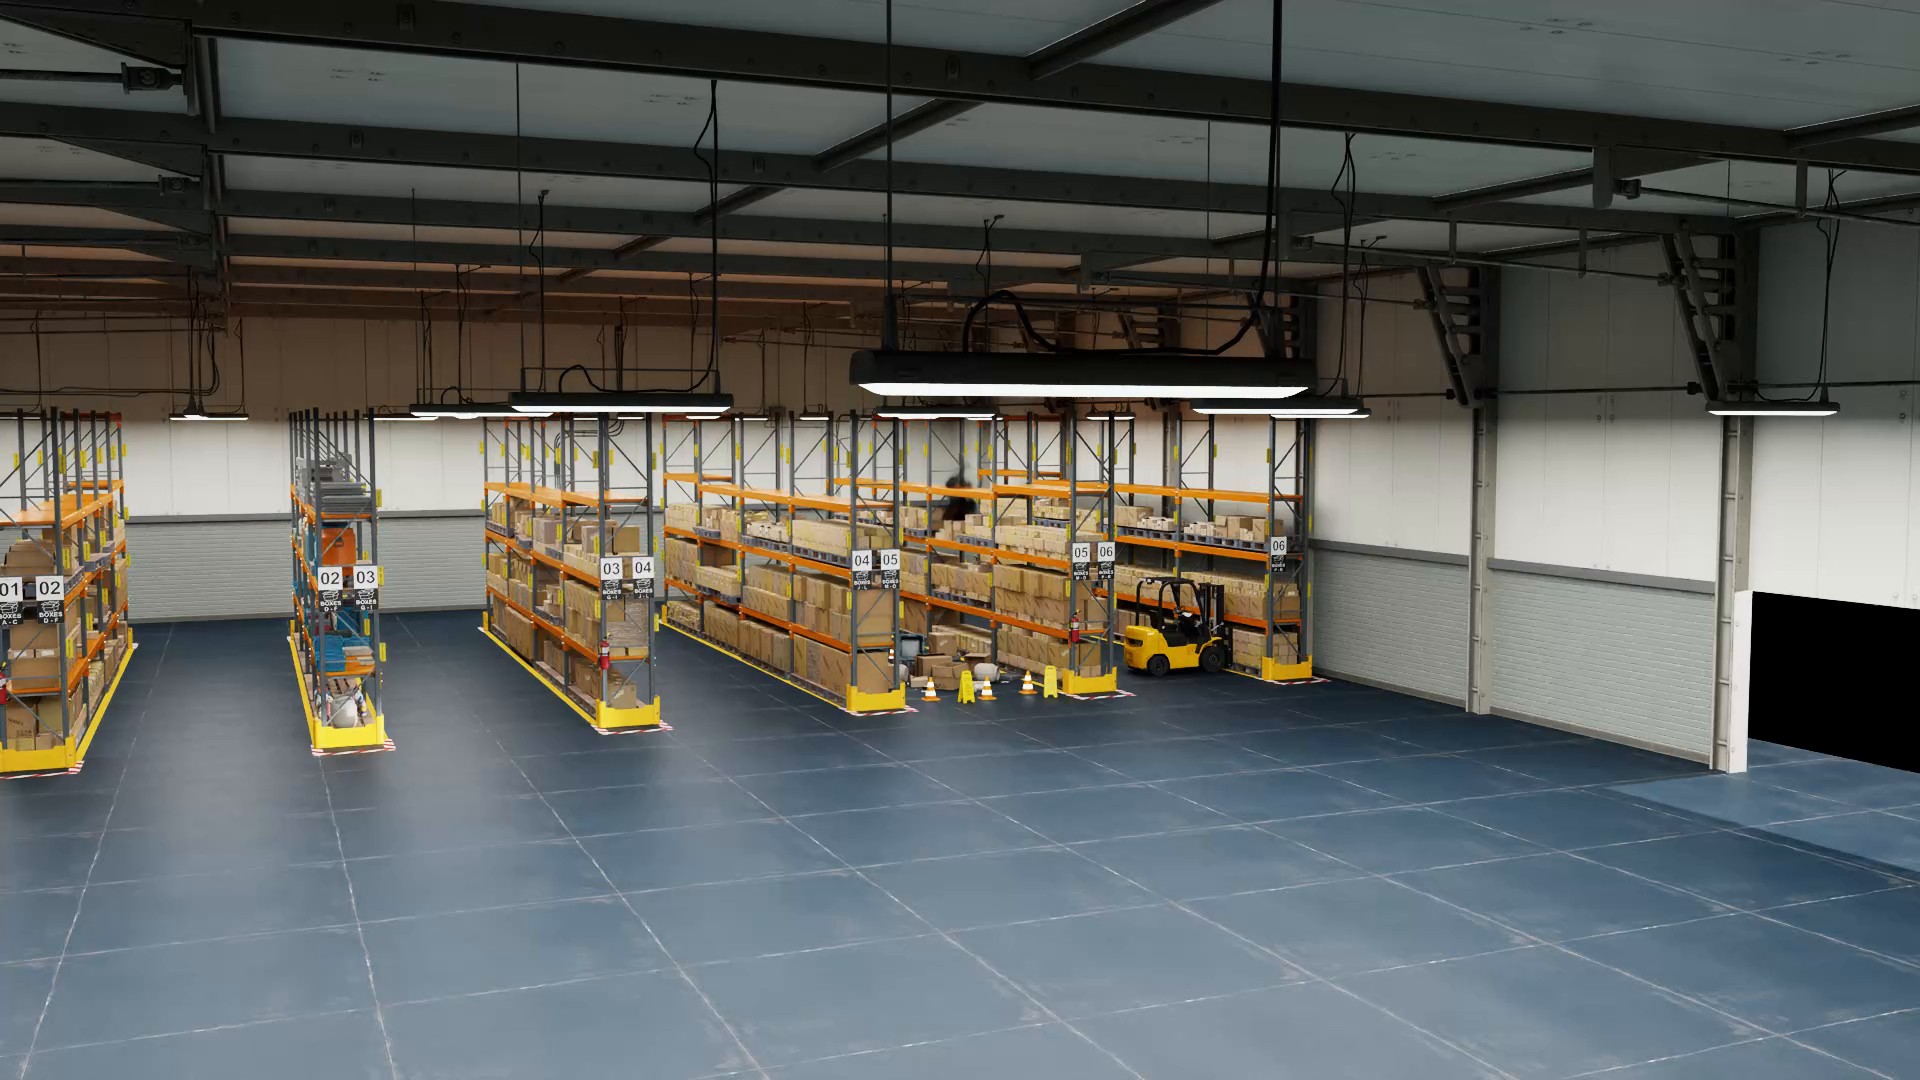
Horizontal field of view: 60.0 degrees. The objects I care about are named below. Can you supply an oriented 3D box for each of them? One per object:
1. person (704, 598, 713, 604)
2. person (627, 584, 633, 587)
[{"bbox_3d":[-7.539,1.414,49.328,0.510,1.715,0.777,3,5,38],"label":"person"},{"bbox_3d":[-8.803,1.655,45.228,0.643,1.814,0.922,-1,4,-20],"label":"person"}]
